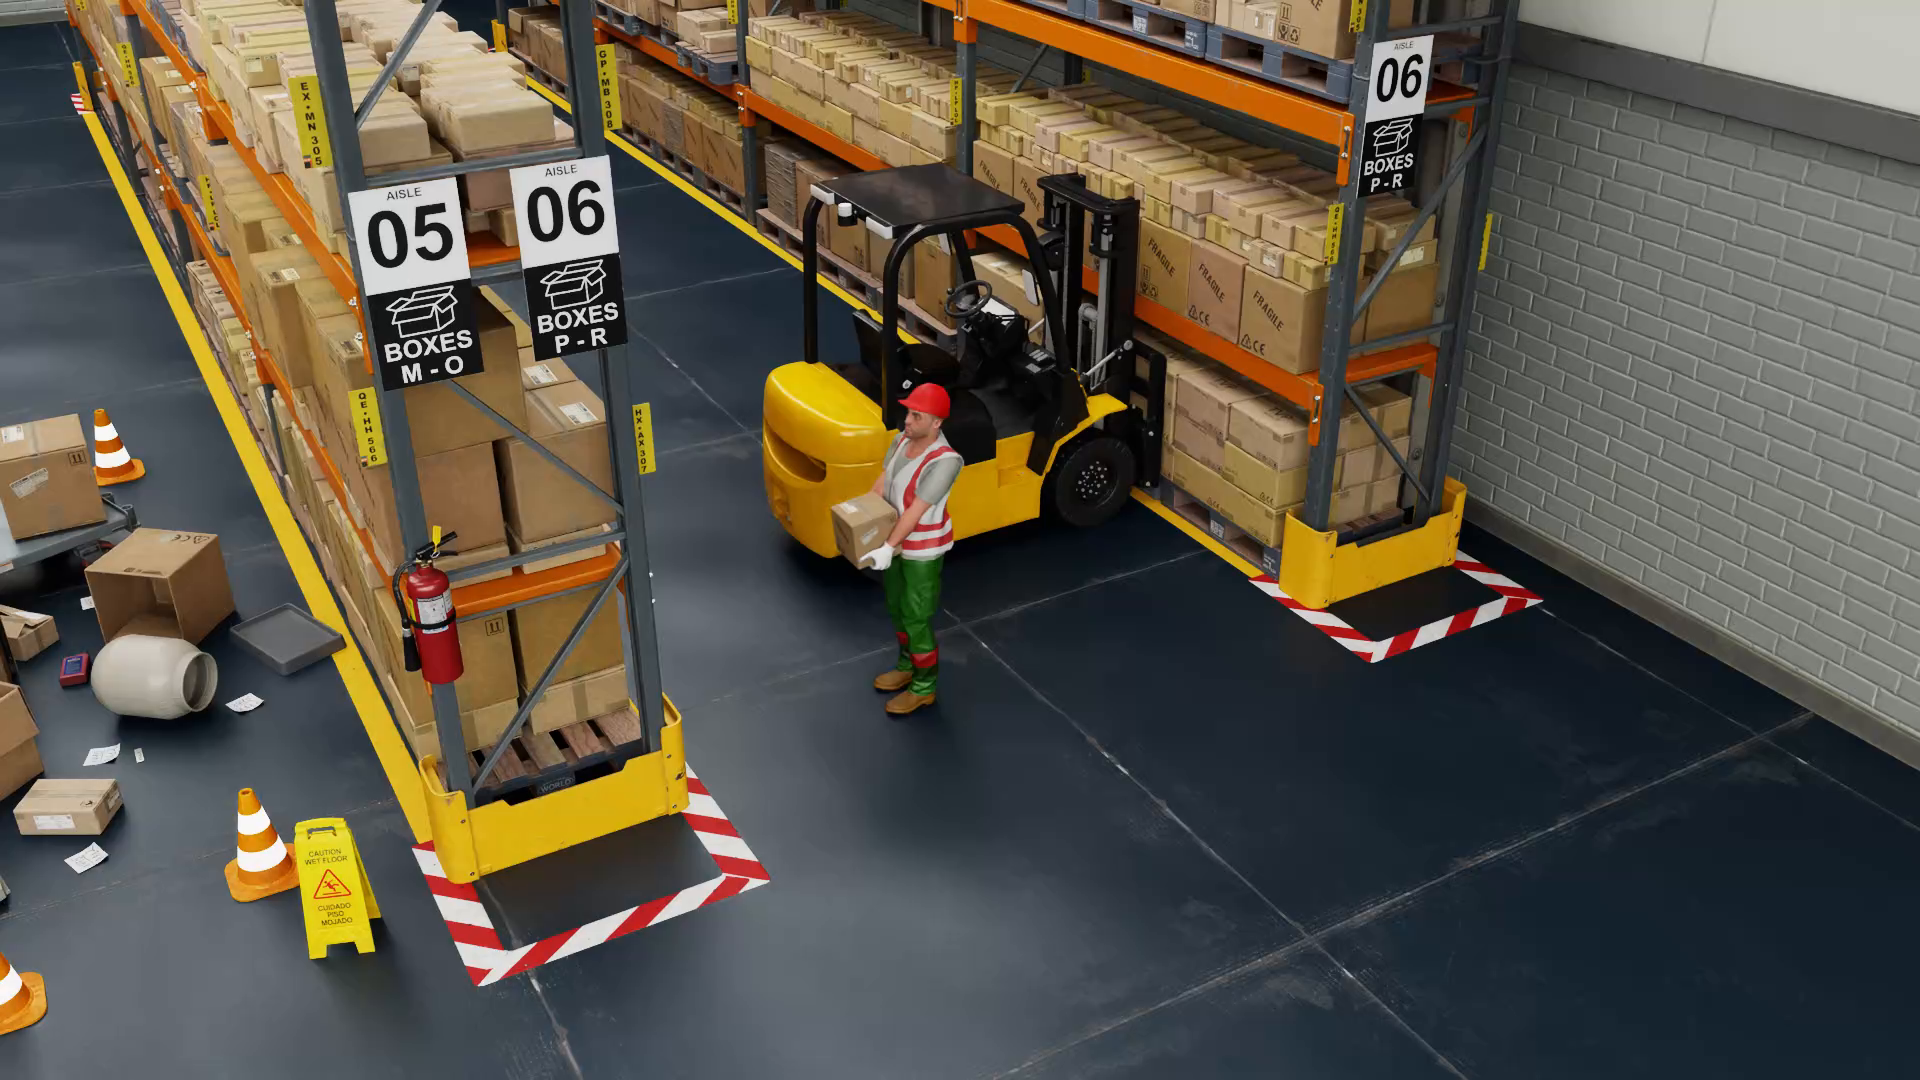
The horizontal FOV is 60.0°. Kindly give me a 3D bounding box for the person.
[{"bbox_3d":[-0.307,0.062,8.436,0.572,1.781,0.493,-15,32,-26],"label":"person"}]
